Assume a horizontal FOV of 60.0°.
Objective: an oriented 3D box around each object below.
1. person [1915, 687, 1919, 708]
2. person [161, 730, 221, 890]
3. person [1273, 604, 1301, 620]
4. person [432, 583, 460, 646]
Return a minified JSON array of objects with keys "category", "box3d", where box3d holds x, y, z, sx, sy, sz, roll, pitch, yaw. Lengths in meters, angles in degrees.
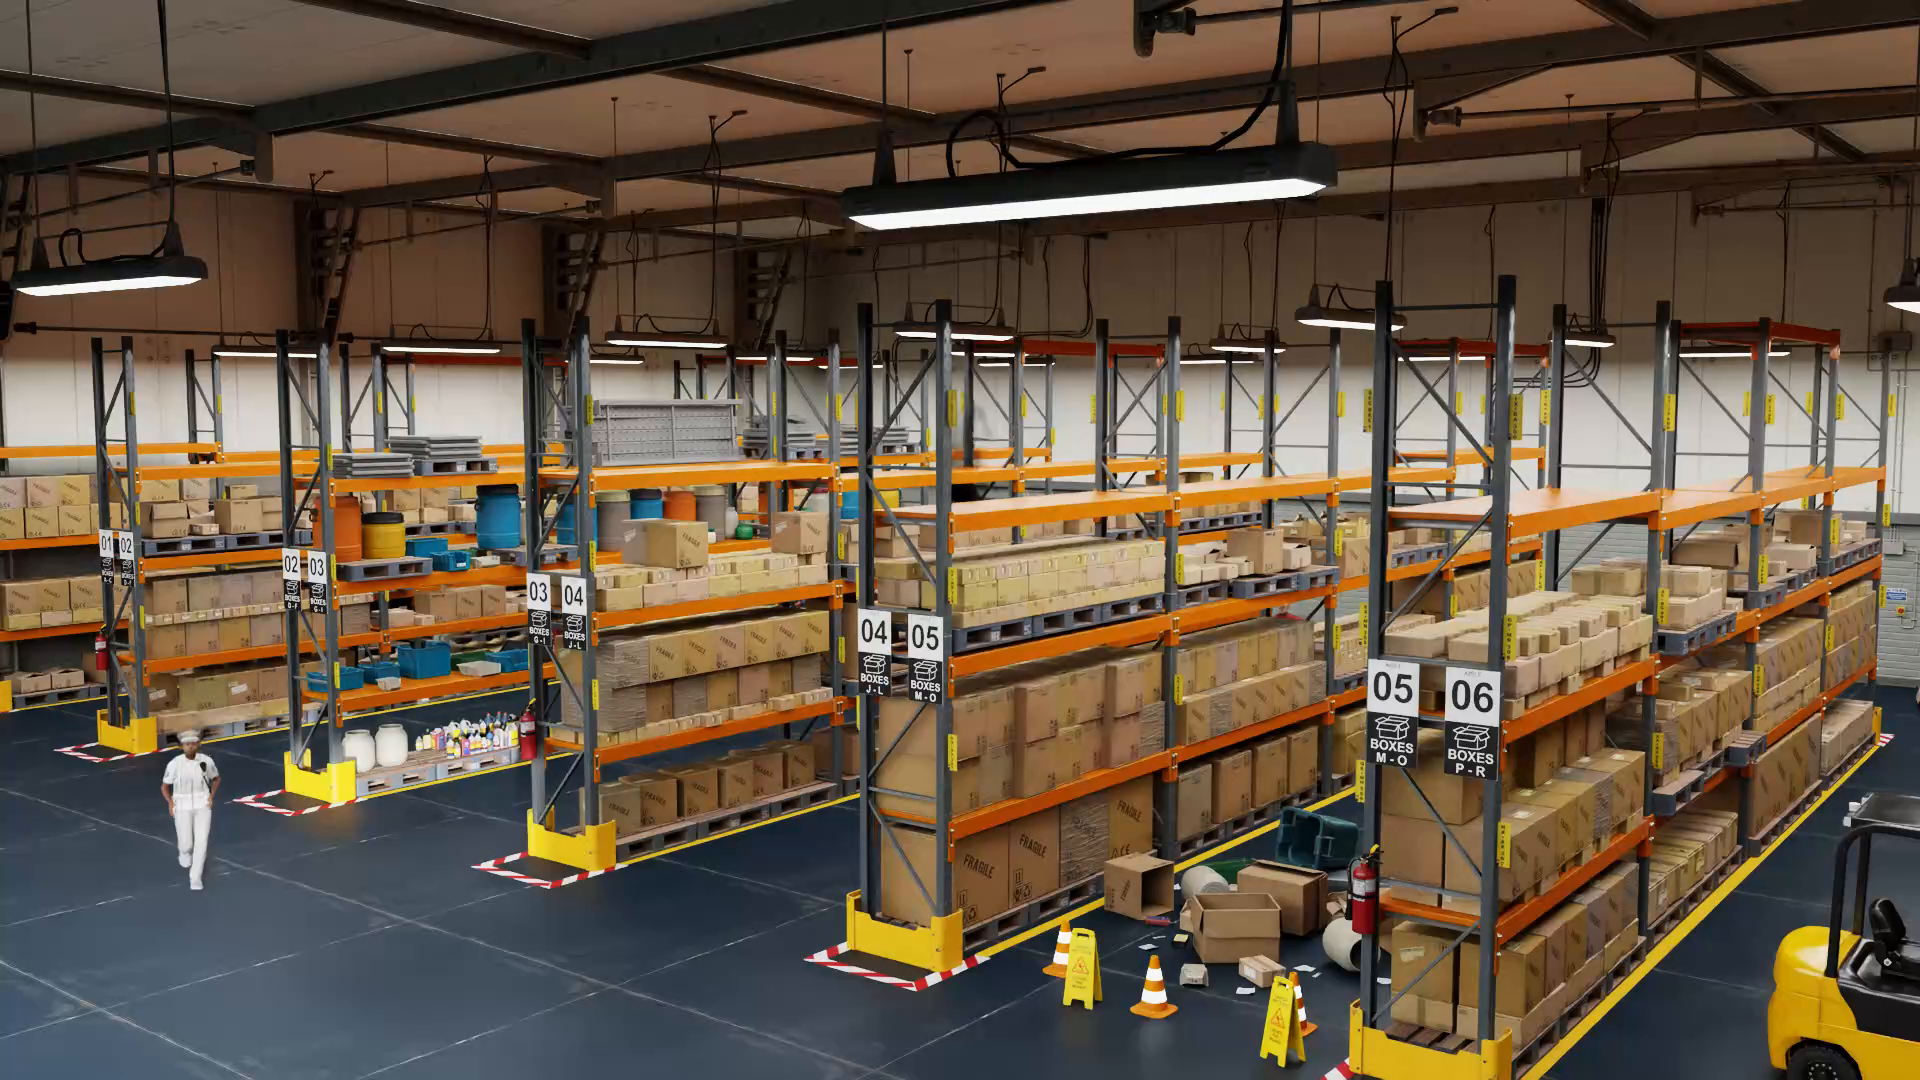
[{"category":"person","box3d":[12.677,2.423,21.411,0.669,1.828,0.766,2,6,25]},{"category":"person","box3d":[-8.112,2.818,17.580,0.575,1.665,0.611,-3,6,-29]},{"category":"person","box3d":[5.520,1.871,28.306,0.650,1.678,0.634,3,6,33]},{"category":"person","box3d":[-9.777,1.546,31.623,0.661,1.731,0.628,3,6,29]}]
